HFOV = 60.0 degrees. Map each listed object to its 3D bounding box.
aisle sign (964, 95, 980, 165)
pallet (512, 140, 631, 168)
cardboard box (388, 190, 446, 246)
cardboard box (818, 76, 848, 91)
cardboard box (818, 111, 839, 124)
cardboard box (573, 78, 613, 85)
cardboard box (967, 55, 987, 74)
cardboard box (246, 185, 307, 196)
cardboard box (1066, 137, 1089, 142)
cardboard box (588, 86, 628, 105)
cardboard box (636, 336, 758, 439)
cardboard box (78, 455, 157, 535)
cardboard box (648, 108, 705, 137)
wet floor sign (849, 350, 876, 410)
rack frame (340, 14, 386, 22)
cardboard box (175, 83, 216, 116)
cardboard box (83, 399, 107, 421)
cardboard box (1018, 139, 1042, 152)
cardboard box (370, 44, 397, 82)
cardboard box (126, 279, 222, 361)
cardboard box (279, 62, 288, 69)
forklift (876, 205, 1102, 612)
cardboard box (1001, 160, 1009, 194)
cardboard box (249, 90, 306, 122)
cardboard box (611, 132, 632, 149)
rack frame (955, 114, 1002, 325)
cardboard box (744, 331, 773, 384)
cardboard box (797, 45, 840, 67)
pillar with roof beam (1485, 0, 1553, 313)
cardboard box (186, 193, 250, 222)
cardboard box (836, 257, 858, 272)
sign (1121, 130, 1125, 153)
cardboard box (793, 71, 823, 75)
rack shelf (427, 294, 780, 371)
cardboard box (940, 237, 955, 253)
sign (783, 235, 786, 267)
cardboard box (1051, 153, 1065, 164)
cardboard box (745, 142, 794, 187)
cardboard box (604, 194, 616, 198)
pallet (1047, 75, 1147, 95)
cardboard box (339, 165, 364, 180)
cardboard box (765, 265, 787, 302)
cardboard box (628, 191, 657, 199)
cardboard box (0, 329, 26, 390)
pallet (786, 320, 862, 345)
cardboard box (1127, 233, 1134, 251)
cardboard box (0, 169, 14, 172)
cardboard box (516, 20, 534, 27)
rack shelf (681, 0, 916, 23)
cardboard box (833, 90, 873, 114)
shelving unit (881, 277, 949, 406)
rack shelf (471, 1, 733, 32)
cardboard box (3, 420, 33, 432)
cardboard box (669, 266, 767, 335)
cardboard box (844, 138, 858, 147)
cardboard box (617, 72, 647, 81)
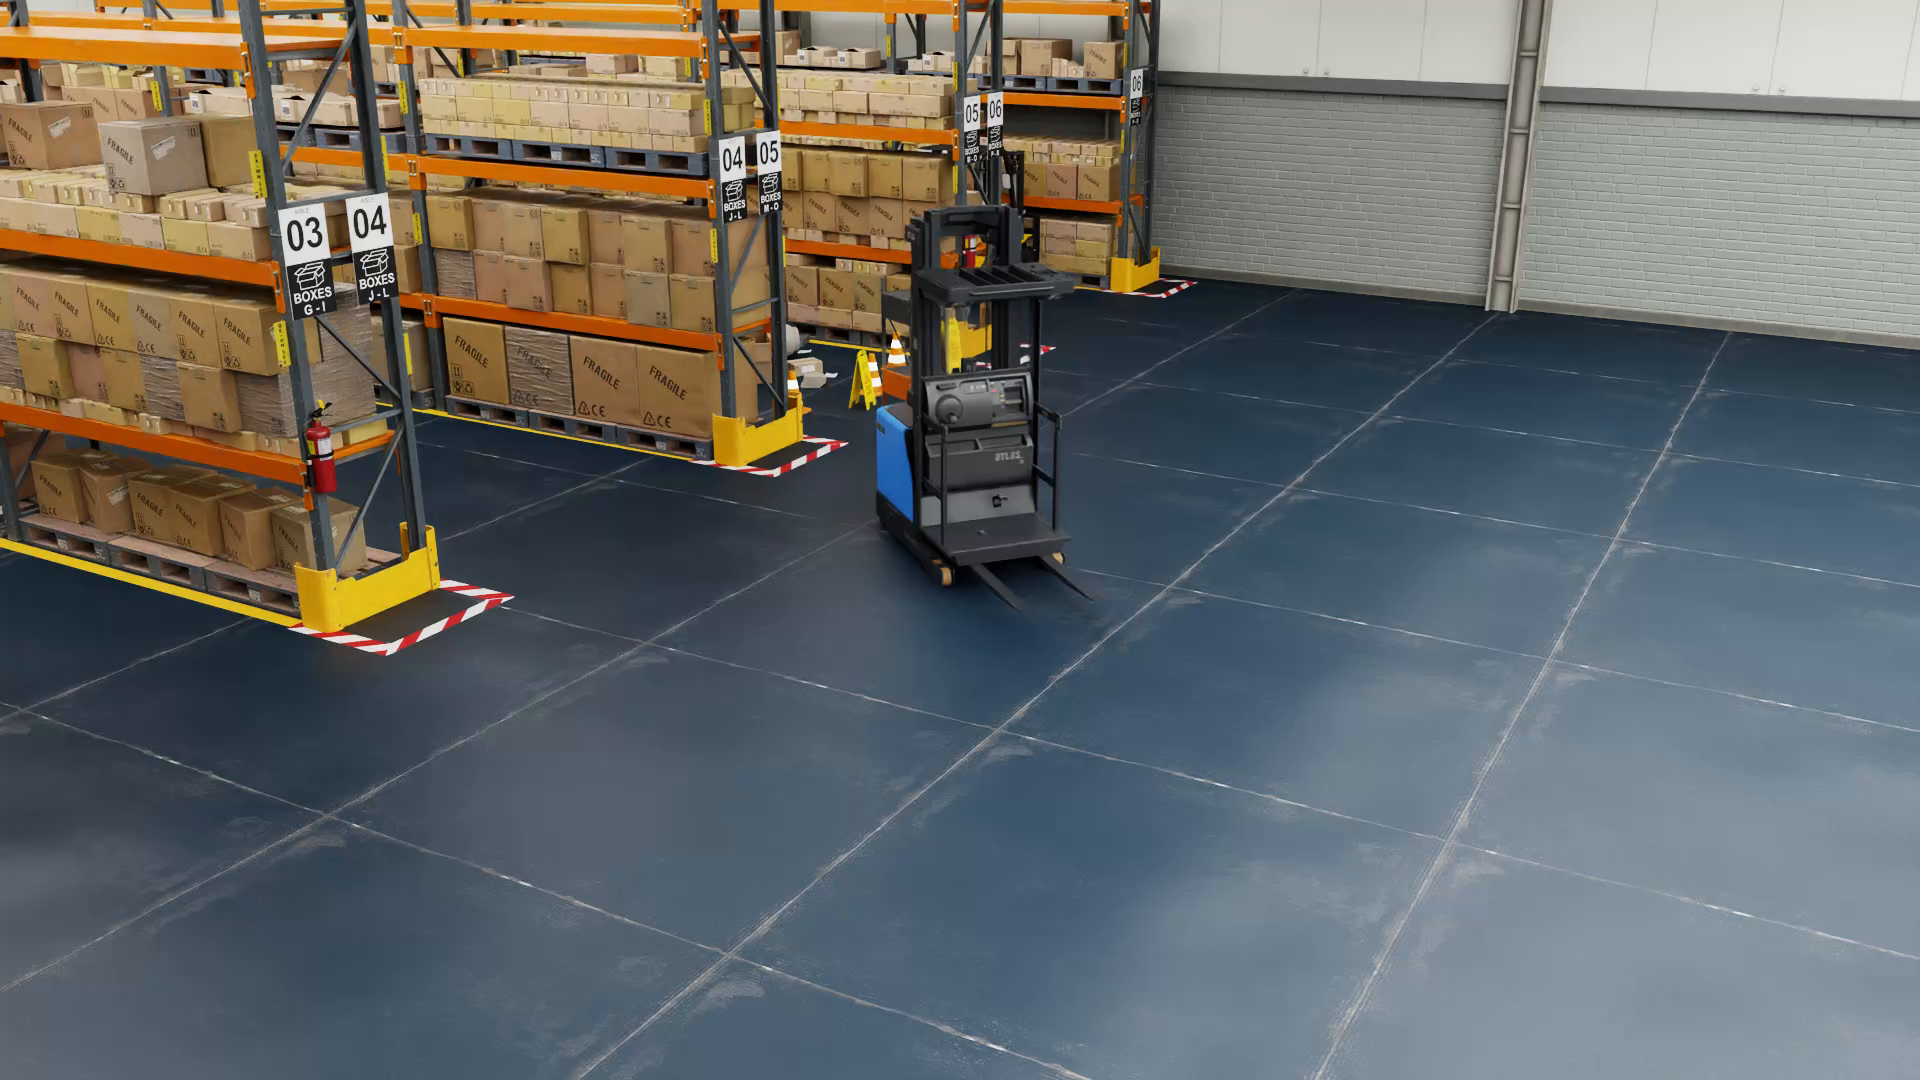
[{"bbox_3d":[0.144,-4.957,20.117,0.004,0.787,0.394,11,23,27],"label":"aisle sign"},{"bbox_3d":[-3.816,-4.032,17.111,1.213,0.211,1.003,11,23,27],"label":"pallet"},{"bbox_3d":[-6.023,-3.604,18.587,0.500,0.500,0.700,10,22,26],"label":"cardboard box"},{"bbox_3d":[-1.563,-5.712,20.810,0.250,0.149,0.380,11,23,29],"label":"cardboard box"},{"bbox_3d":[-1.579,-5.342,20.960,0.250,0.149,0.380,10,22,27],"label":"cardboard box"},{"bbox_3d":[-3.785,-4.699,17.256,0.250,0.149,0.380,11,23,28],"label":"cardboard box"},{"bbox_3d":[0.305,-7.229,25.229,0.258,0.266,0.396,10,22,26],"label":"cardboard box"},{"bbox_3d":[-5.189,-2.600,12.669,0.250,0.149,0.380,10,22,26],"label":"cardboard box"},{"bbox_3d":[1.802,-6.060,25.436,0.250,0.149,0.380,11,23,28],"label":"cardboard box"},{"bbox_3d":[-3.439,-4.376,16.367,0.250,0.149,0.380,11,23,28],"label":"cardboard box"},{"bbox_3d":[-2.718,-1.633,17.265,0.875,0.875,0.875,11,23,28],"label":"cardboard box"},{"bbox_3d":[-7.260,-0.397,14.409,0.500,0.500,0.500,-17,26,-39],"label":"cardboard box"},{"bbox_3d":[-2.658,-4.063,16.088,0.500,0.250,0.500,11,23,28],"label":"cardboard box"},{"bbox_3d":[-1.103,-1.819,18.731,0.232,0.644,0.267,7,21,18],"label":"wet floor sign"},{"bbox_3d":[-11.319,-10.791,31.214,0.127,3.000,1.000,11,23,27],"label":"rack frame"},{"bbox_3d":[-9.447,-5.303,20.337,0.500,0.500,0.500,11,23,27],"label":"cardboard box"},{"bbox_3d":[-6.949,-1.103,13.672,0.250,0.149,0.380,11,23,27],"label":"cardboard box"},{"bbox_3d":[1.071,-5.981,25.218,0.250,0.149,0.380,11,23,28],"label":"cardboard box"},{"bbox_3d":[-8.433,-7.023,24.464,0.500,0.500,0.500,11,23,28],"label":"cardboard box"},{"bbox_3d":[-6.077,-1.721,12.960,0.500,0.500,0.500,11,23,27],"label":"cardboard box"},{"bbox_3d":[-10.656,-7.689,26.153,0.500,0.500,0.500,11,23,28],"label":"cardboard box"},{"bbox_3d":[0.238,-1.151,13.539,1.130,2.935,3.031,-7,21,-20],"label":"forklift"},{"bbox_3d":[0.751,-5.615,25.597,0.500,0.500,0.500,11,23,28],"label":"cardboard box"},{"bbox_3d":[-7.668,-4.930,18.823,0.500,0.311,0.500,10,22,26],"label":"cardboard box"},{"bbox_3d":[-3.214,-3.959,16.385,0.250,0.149,0.380,11,23,28],"label":"cardboard box"},{"bbox_3d":[0.232,-3.832,20.827,0.127,3.000,1.000,11,23,27],"label":"rack frame"},{"bbox_3d":[-2.536,-2.196,19.980,0.637,0.503,0.797,-4,20,-10],"label":"cardboard box"},{"bbox_3d":[-2.264,-7.763,26.635,0.500,0.311,0.500,10,22,25],"label":"cardboard box"},{"bbox_3d":[5.619,-6.235,18.654,0.400,9.000,9.100,11,23,27],"label":"pillar with roof beam"},{"bbox_3d":[-5.458,-2.453,12.262,0.250,0.149,0.380,10,22,25],"label":"cardboard box"},{"bbox_3d":[-1.395,-3.578,21.492,0.250,0.149,0.380,12,23,30],"label":"cardboard box"},{"bbox_3d":[2.372,-5.806,24.225,0.005,0.325,0.100,11,23,27],"label":"sign"},{"bbox_3d":[-1.960,-6.007,21.625,0.250,0.149,0.380,10,22,26],"label":"cardboard box"},{"bbox_3d":[-3.840,-2.336,17.757,4.000,0.370,1.077,11,23,27],"label":"rack shelf"},{"bbox_3d":[-0.199,-3.712,20.865,0.250,0.149,0.380,12,23,29],"label":"cardboard box"},{"bbox_3d":[-1.818,-2.950,17.009,0.005,0.325,0.100,11,23,27],"label":"sign"},{"bbox_3d":[1.565,-5.776,25.088,0.250,0.149,0.380,11,22,27],"label":"cardboard box"},{"bbox_3d":[-2.547,-4.924,21.790,0.500,0.500,0.700,11,23,28],"label":"cardboard box"},{"bbox_3d":[-4.728,-4.753,23.121,0.250,0.149,0.380,11,23,27],"label":"cardboard box"},{"bbox_3d":[2.045,-6.804,24.751,1.213,0.211,1.003,11,23,27],"label":"pallet"},{"bbox_3d":[-9.101,-5.664,25.366,0.500,0.250,0.500,11,23,28],"label":"cardboard box"},{"bbox_3d":[-2.404,-3.490,22.202,0.500,0.500,0.500,12,23,29],"label":"cardboard box"},{"bbox_3d":[-4.209,-4.972,22.771,0.500,0.500,0.500,11,23,28],"label":"cardboard box"},{"bbox_3d":[-7.731,-1.640,14.203,0.500,0.500,0.875,11,23,27],"label":"cardboard box"},{"bbox_3d":[-1.588,-2.882,22.299,1.213,0.211,1.003,11,23,27],"label":"pallet"},{"bbox_3d":[2.340,-4.590,25.600,0.500,0.250,0.500,11,23,28],"label":"cardboard box"},{"bbox_3d":[-7.960,-2.928,13.572,0.250,0.149,0.380,10,22,26],"label":"cardboard box"},{"bbox_3d":[-7.734,-9.022,29.300,0.258,0.266,0.396,11,22,27],"label":"cardboard box"},{"bbox_3d":[-2.589,-8.602,26.821,4.000,0.370,1.077,11,23,27],"label":"rack shelf"},{"bbox_3d":[-1.240,-5.485,20.769,0.500,0.250,0.500,12,23,29],"label":"cardboard box"},{"bbox_3d":[-0.412,-1.353,15.296,0.431,2.100,0.503,-12,23,-32],"label":"shelving unit"},{"bbox_3d":[-5.006,-7.123,22.745,4.000,0.370,1.077,11,23,27],"label":"rack shelf"},{"bbox_3d":[-9.026,-0.772,15.412,0.500,0.500,0.700,11,22,27],"label":"cardboard box"},{"bbox_3d":[-2.440,-2.460,16.825,0.550,0.550,0.875,11,23,27],"label":"cardboard box"},{"bbox_3d":[-1.671,-6.412,26.841,0.250,0.149,0.380,11,23,27],"label":"cardboard box"},{"bbox_3d":[-4.280,-6.173,22.488,0.500,0.250,0.500,11,23,28],"label":"cardboard box"}]
